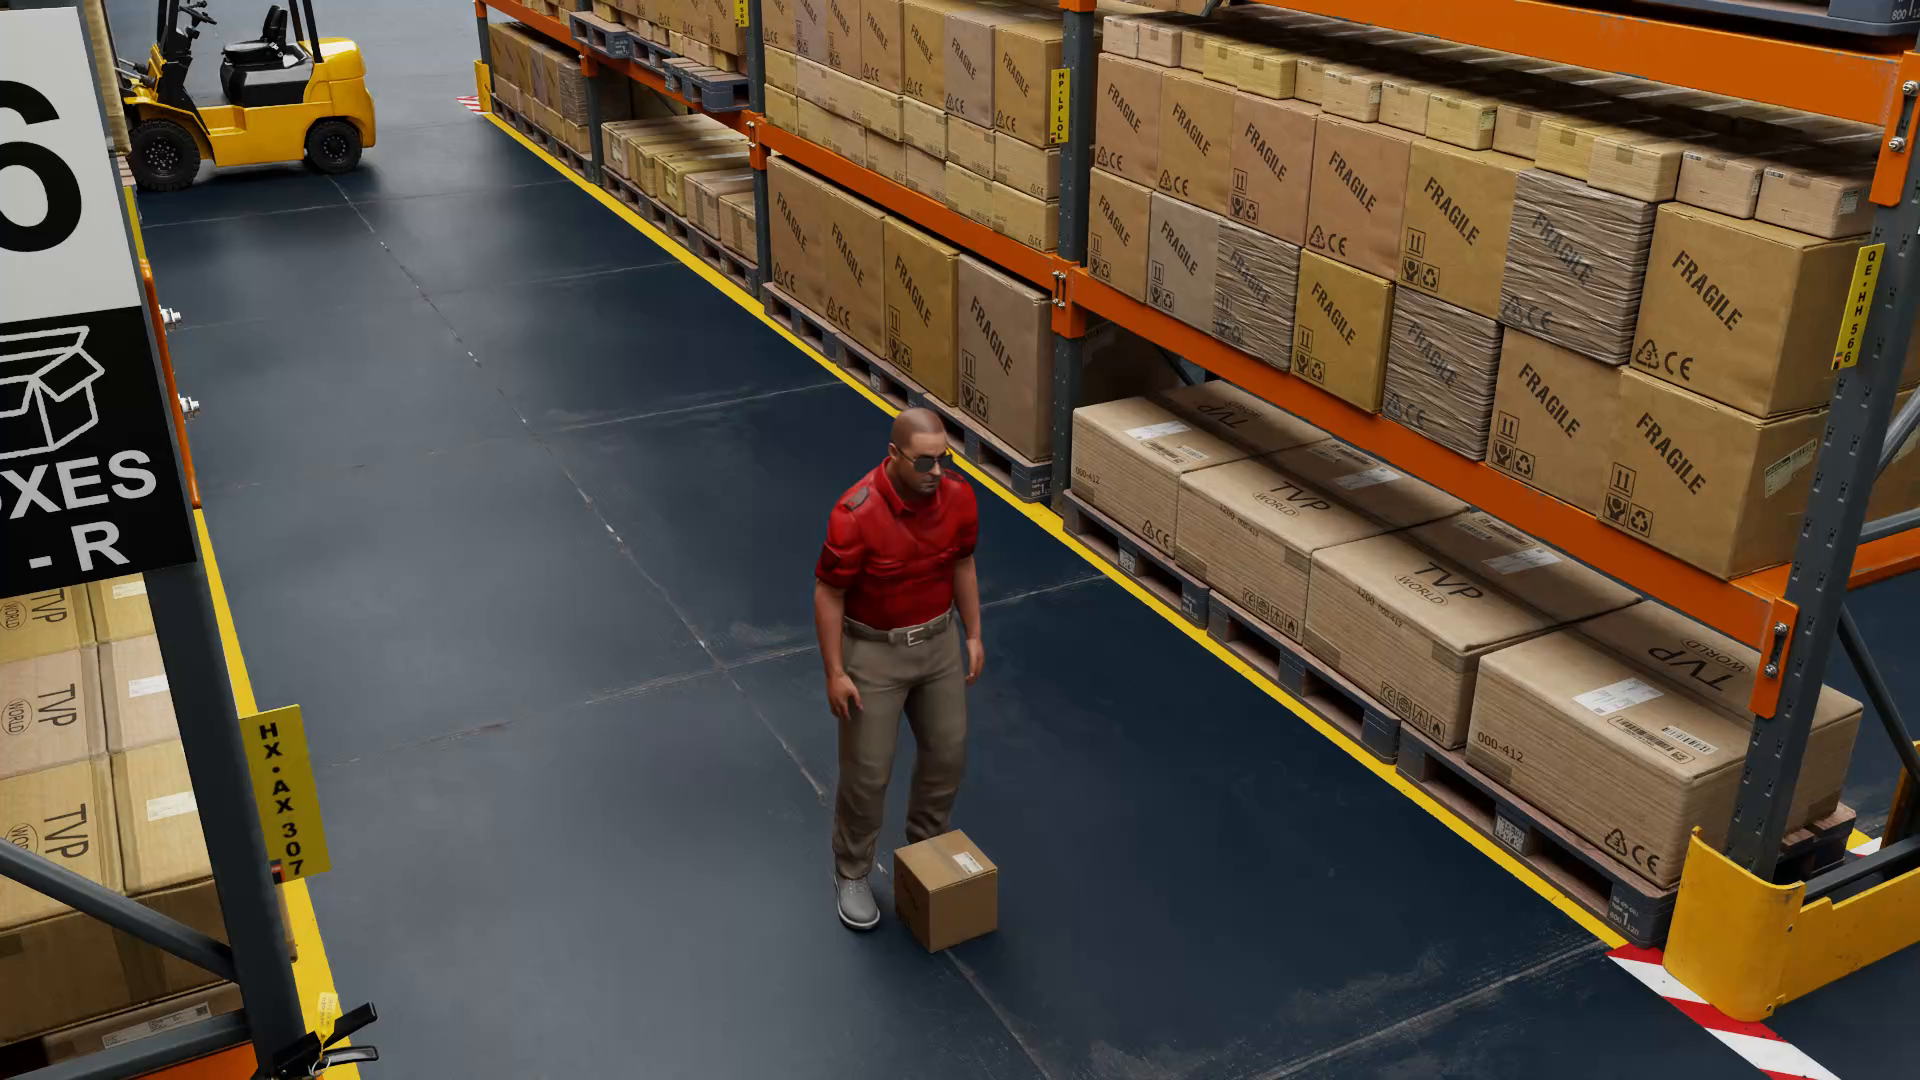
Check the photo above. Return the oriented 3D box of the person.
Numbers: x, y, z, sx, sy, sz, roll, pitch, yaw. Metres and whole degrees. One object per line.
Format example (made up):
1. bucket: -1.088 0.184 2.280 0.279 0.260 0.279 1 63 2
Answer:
1. person: -0.181 0.380 5.324 0.601 1.726 0.393 -15 29 -28
